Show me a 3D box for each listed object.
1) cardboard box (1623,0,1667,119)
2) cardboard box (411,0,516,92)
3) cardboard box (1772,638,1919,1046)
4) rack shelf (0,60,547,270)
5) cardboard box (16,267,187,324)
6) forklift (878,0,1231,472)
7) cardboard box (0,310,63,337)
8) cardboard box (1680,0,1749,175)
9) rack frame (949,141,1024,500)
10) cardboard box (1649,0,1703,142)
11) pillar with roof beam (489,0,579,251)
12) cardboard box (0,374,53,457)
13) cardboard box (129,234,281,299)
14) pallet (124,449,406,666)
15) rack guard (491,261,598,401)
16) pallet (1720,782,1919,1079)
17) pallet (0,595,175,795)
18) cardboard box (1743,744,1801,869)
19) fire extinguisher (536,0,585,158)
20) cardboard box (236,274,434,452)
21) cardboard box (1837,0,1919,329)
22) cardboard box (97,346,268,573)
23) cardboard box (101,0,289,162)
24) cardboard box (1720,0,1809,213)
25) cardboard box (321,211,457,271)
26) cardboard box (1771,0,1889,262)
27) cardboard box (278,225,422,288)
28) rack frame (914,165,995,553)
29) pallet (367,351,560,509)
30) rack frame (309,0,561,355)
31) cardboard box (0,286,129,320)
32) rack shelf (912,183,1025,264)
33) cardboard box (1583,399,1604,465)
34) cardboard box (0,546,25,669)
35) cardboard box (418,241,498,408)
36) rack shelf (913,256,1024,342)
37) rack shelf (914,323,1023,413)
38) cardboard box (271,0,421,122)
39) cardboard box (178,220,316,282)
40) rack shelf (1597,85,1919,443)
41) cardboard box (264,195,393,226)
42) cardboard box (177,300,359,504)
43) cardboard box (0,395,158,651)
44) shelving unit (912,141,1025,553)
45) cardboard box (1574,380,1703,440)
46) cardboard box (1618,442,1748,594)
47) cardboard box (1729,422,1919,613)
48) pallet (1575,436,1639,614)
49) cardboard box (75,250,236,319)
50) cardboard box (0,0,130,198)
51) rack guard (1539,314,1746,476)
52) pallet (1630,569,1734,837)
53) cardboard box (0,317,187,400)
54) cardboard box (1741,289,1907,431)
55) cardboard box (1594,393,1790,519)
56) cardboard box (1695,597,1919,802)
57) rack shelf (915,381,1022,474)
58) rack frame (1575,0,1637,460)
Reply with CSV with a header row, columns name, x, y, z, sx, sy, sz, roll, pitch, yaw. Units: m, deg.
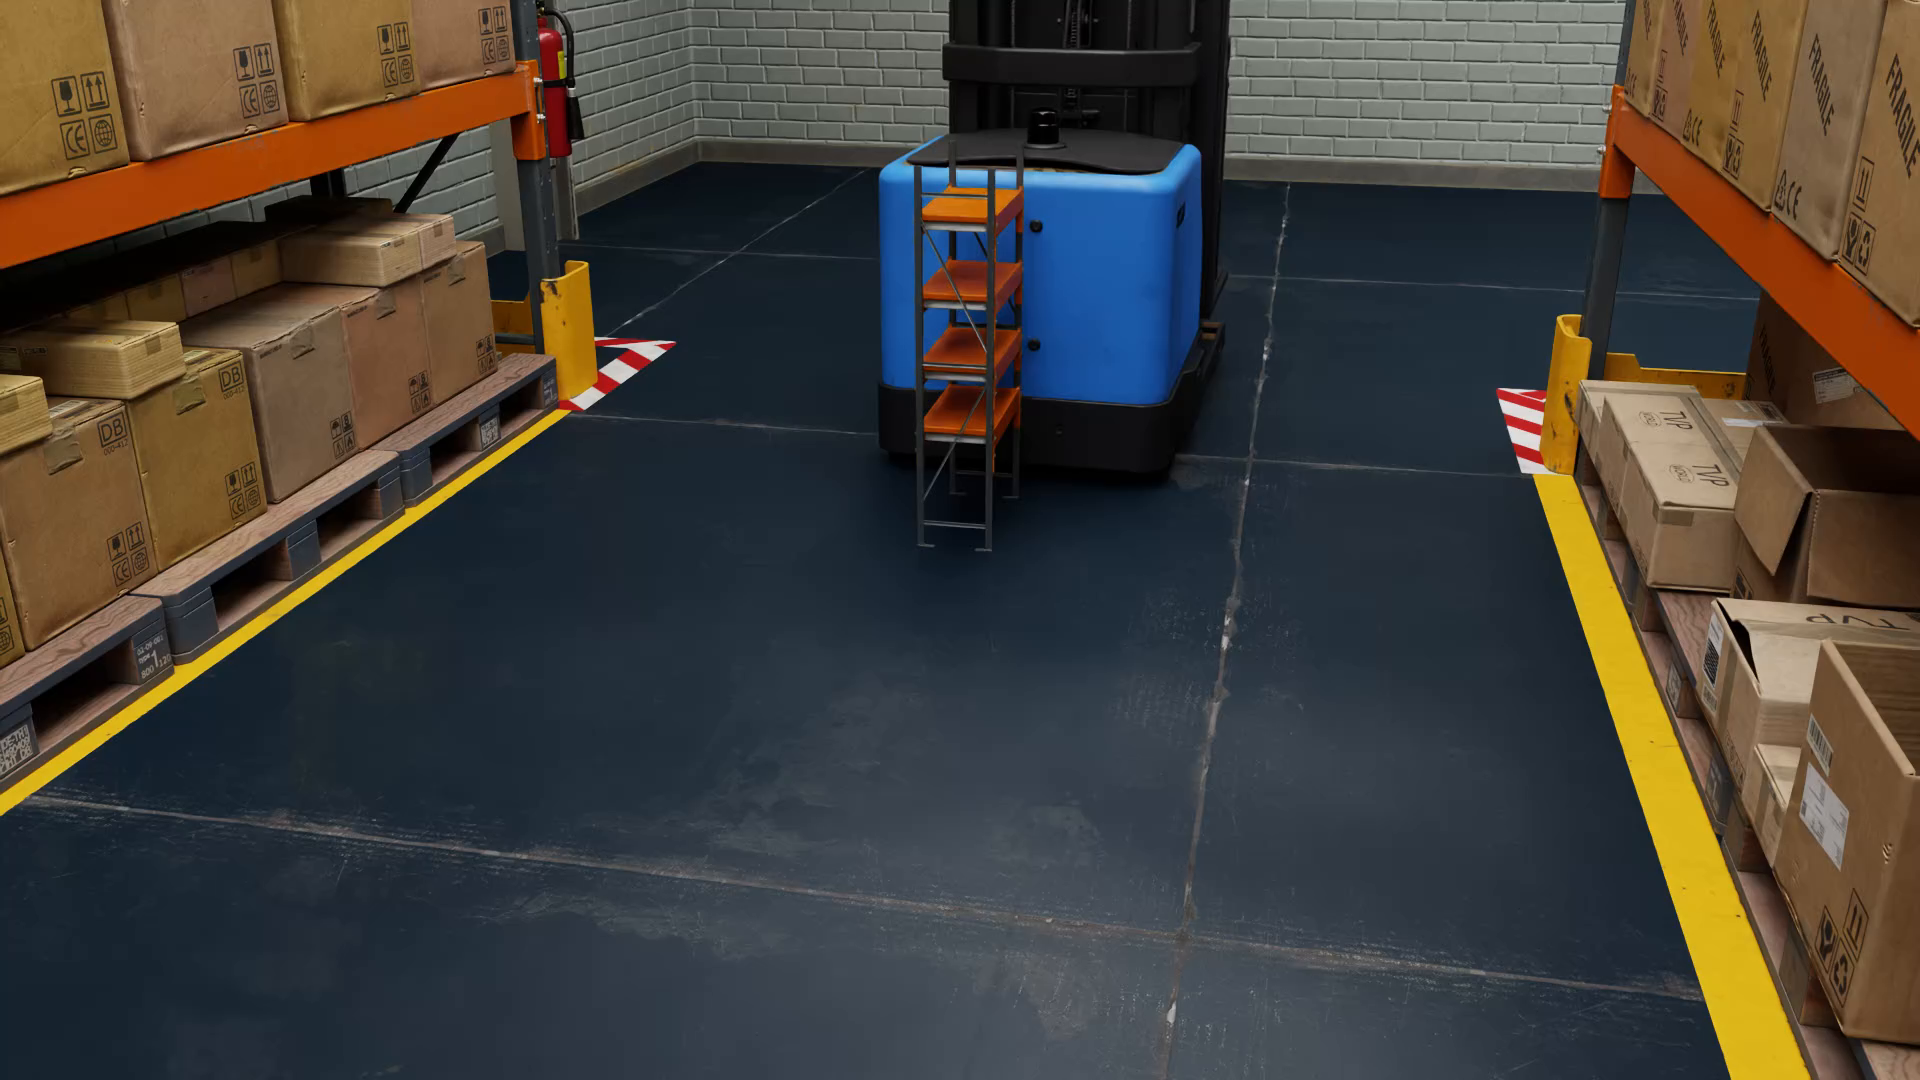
name,x,y,z,sx,sy,sz,roll,pitch,yaw
cardboard box,2.375,-1.578,5.122,0.500,0.500,0.500,5,22,12
cardboard box,-2.221,-2.002,5.907,0.980,0.700,0.700,5,23,13
cardboard box,1.746,0.515,2.817,0.500,0.500,0.500,4,22,11
rack shelf,-2.535,-0.985,4.746,1.077,0.370,4.000,4,22,11
cardboard box,-2.599,-0.719,5.040,0.380,0.149,0.250,5,22,11
forklift,0.555,-2.113,6.677,1.130,2.935,3.031,5,23,13
cardboard box,-2.703,-0.532,4.576,0.380,0.149,0.250,5,22,11
cardboard box,2.169,-1.205,4.197,0.500,0.500,0.500,4,22,11
rack frame,0.084,-0.706,5.501,0.240,1.200,0.015,4,22,11
cardboard box,2.275,-1.389,4.652,0.500,0.500,0.500,4,22,10
pillar with roof beam,1.792,-5.558,7.108,9.100,9.000,0.400,4,22,11
cardboard box,-2.441,-0.300,3.999,0.380,0.149,0.250,5,23,13
cardboard box,-2.496,-0.906,5.504,0.380,0.149,0.250,5,22,11
pallet,-2.464,-0.013,5.103,1.003,0.211,1.213,4,22,11
rack guard,-2.122,-0.899,6.916,1.175,0.500,0.348,4,22,11
pallet,2.048,0.832,3.006,1.003,0.211,1.213,4,22,11
pallet,-2.711,0.435,3.992,1.003,0.211,1.213,4,22,11
cardboard box,1.764,0.536,3.235,0.380,0.149,0.250,4,22,11
fire extinguisher,-1.644,-1.861,6.561,0.296,0.674,0.183,4,22,11
cardboard box,-2.274,-0.638,5.707,0.700,0.500,0.500,4,22,11
cardboard box,1.862,-0.648,2.813,0.500,0.500,0.500,5,22,12
cardboard box,-2.477,-0.259,4.765,0.700,0.500,0.500,5,22,12
cardboard box,-2.523,-1.456,4.553,0.980,0.700,0.700,3,22,8
cardboard box,2.066,-1.022,3.743,0.500,0.500,0.500,5,22,12
cardboard box,-2.019,-1.061,5.889,0.380,0.149,0.250,4,22,10
cardboard box,1.964,-0.836,3.280,0.500,0.500,0.500,5,22,12
cardboard box,-2.071,-0.968,5.657,0.380,0.149,0.250,5,22,12
rack frame,-0.016,-0.528,5.058,0.240,1.200,0.015,4,22,11
pallet,-2.213,-0.458,6.208,1.003,0.211,1.213,4,22,11
rack frame,-2.127,-2.050,6.428,1.000,3.000,0.127,4,22,11
cardboard box,-2.651,-0.627,4.810,0.380,0.149,0.250,4,22,10
rack shelf,0.034,-0.982,5.133,0.258,0.148,0.480,4,22,11
cardboard box,2.251,-0.345,5.398,0.380,0.166,0.250,4,22,11
cardboard box,-2.690,0.112,3.844,0.700,0.500,0.500,5,22,12
cardboard box,-2.172,-0.821,6.162,0.700,0.500,0.500,4,22,11
rack shelf,0.034,-0.762,5.221,0.258,0.148,0.480,4,22,11
rack shelf,0.034,-0.555,5.305,0.258,0.148,0.480,4,22,11
cardboard box,-2.359,-1.735,5.244,0.980,0.700,0.700,4,22,10
cardboard box,-2.444,-0.998,5.732,0.380,0.149,0.250,5,22,11
rack shelf,2.315,-0.608,3.812,1.077,0.370,4.000,4,22,11
cardboard box,-2.342,-1.183,6.192,0.380,0.149,0.250,5,22,11
cardboard box,-2.376,-0.454,5.250,0.700,0.500,0.500,4,22,9
cardboard box,-2.584,-0.071,4.299,0.700,0.500,0.500,4,22,10
shelving unit,0.034,-0.617,5.280,0.258,1.200,0.503,4,22,11
cardboard box,2.302,-0.428,5.629,0.380,0.149,0.250,4,22,11
cardboard box,2.131,-0.059,4.577,0.500,0.250,0.500,4,22,11
cardboard box,2.286,0.056,3.952,0.797,0.503,0.637,4,22,11
pallet,2.546,-0.060,5.221,1.003,0.211,1.213,4,22,11
cardboard box,-2.547,-0.813,5.273,0.380,0.149,0.250,5,22,12
cardboard box,-2.662,-1.190,3.891,0.980,0.700,0.700,4,22,10
rack guard,2.708,-0.486,5.891,1.175,0.500,0.348,4,22,11
pallet,2.295,0.384,4.117,1.003,0.211,1.213,4,22,11
cardboard box,-2.335,-0.491,4.473,0.380,0.149,0.250,4,22,9
cardboard box,2.854,-0.500,5.338,0.500,0.500,0.500,4,22,11
cardboard box,2.233,-0.242,5.031,0.500,0.250,0.500,4,22,11
cardboard box,1.899,0.328,3.533,0.500,0.311,0.500,4,22,11
rack shelf,0.034,-0.371,5.379,0.258,0.148,0.480,4,22,11
rack frame,2.723,-1.673,5.493,1.000,3.000,0.127,4,22,11
